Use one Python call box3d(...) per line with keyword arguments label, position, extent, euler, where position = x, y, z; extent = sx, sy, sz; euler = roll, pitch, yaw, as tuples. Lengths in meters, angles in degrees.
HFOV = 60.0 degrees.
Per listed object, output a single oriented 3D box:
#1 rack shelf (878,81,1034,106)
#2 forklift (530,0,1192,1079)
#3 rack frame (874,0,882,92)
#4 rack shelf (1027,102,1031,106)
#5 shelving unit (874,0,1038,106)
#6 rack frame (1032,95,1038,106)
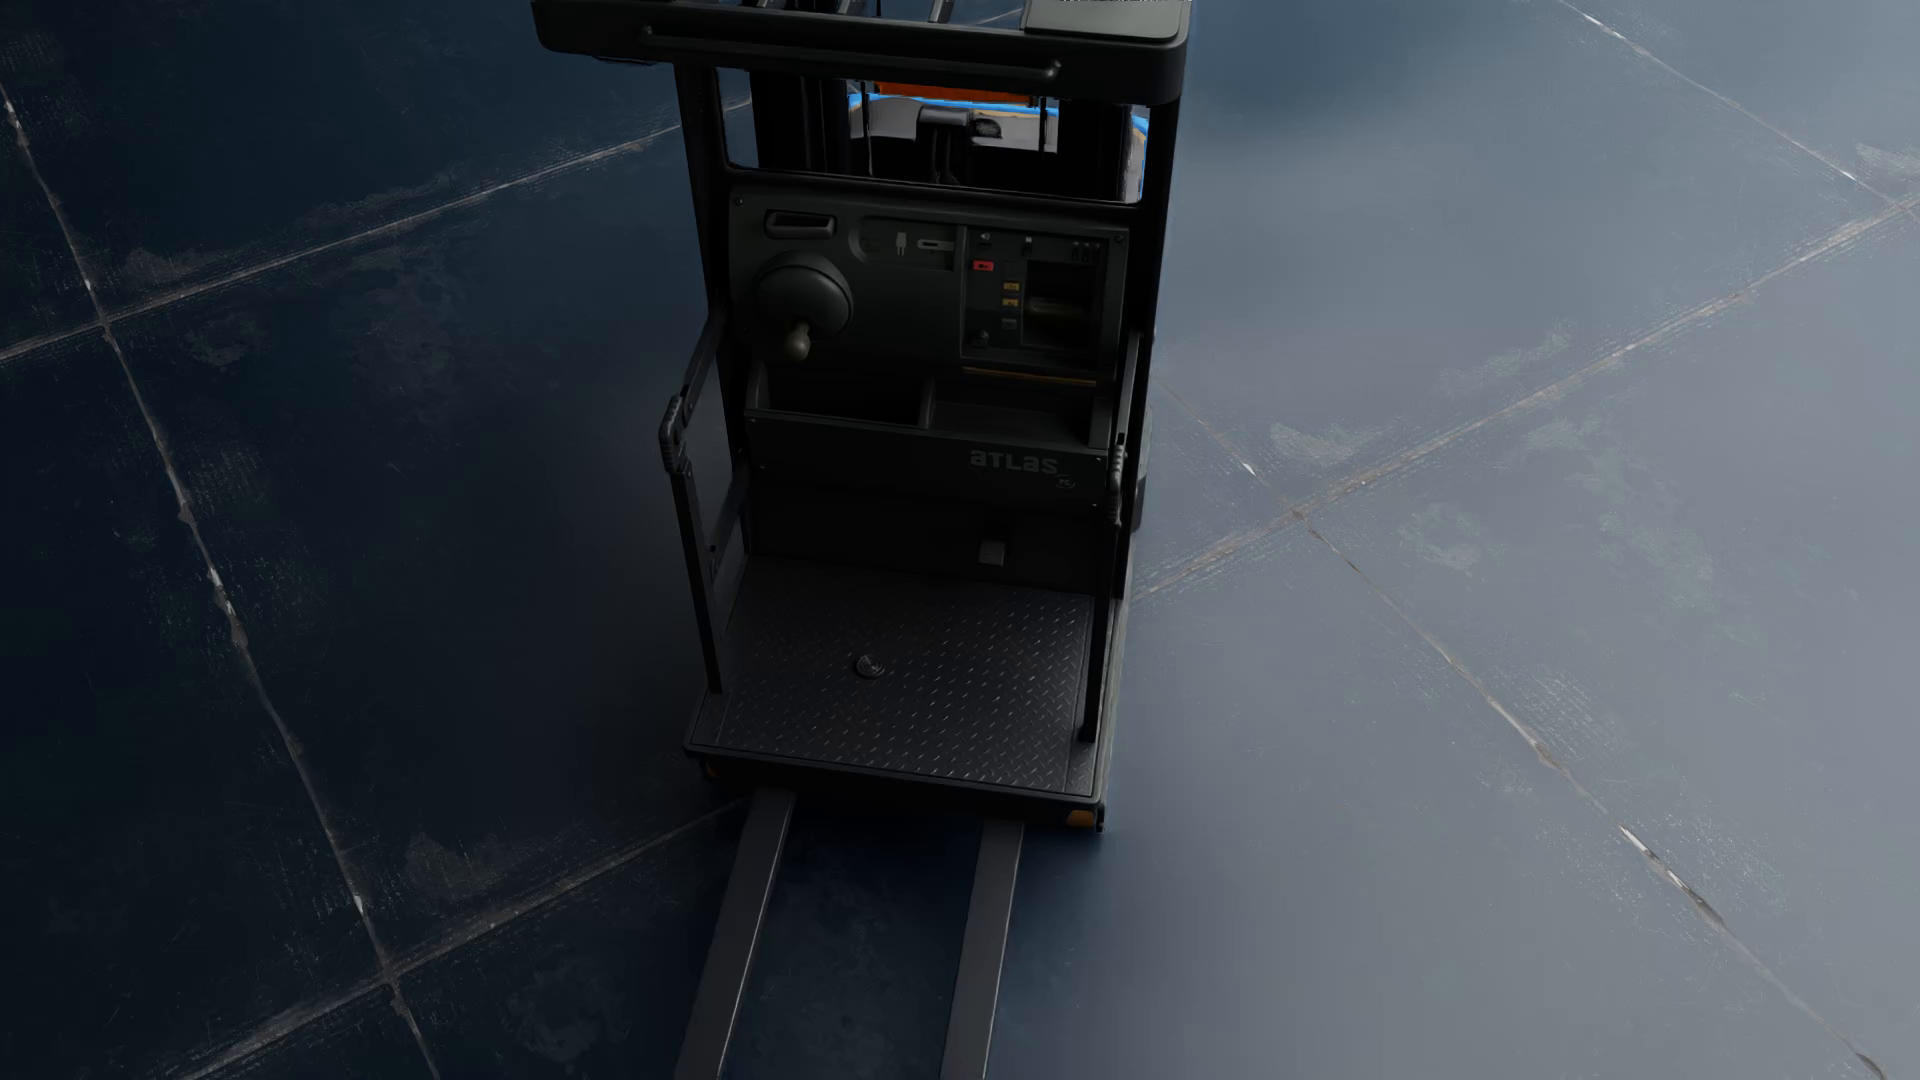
box3d(label="rack shelf", position=(-0.009, -1.445, 5.206), extent=(0.480, 0.148, 0.258), euler=(1, 48, 1))
box3d(label="forklift", position=(-0.111, -0.486, 3.720), extent=(1.130, 2.935, 3.031), euler=(7, 49, 6))
box3d(label="rack frame", position=(-0.253, -1.186, 5.501), extent=(0.015, 1.200, 0.240), euler=(1, 48, 1))
box3d(label="rack shelf", position=(-0.009, -1.287, 5.382), extent=(0.480, 0.148, 0.258), euler=(1, 48, 1))
box3d(label="shelving unit", position=(-0.009, -1.182, 5.498), extent=(0.503, 1.200, 0.258), euler=(1, 48, 1))
box3d(label="rack frame", position=(0.235, -1.178, 5.494), extent=(0.015, 1.200, 0.240), euler=(1, 48, 1))
